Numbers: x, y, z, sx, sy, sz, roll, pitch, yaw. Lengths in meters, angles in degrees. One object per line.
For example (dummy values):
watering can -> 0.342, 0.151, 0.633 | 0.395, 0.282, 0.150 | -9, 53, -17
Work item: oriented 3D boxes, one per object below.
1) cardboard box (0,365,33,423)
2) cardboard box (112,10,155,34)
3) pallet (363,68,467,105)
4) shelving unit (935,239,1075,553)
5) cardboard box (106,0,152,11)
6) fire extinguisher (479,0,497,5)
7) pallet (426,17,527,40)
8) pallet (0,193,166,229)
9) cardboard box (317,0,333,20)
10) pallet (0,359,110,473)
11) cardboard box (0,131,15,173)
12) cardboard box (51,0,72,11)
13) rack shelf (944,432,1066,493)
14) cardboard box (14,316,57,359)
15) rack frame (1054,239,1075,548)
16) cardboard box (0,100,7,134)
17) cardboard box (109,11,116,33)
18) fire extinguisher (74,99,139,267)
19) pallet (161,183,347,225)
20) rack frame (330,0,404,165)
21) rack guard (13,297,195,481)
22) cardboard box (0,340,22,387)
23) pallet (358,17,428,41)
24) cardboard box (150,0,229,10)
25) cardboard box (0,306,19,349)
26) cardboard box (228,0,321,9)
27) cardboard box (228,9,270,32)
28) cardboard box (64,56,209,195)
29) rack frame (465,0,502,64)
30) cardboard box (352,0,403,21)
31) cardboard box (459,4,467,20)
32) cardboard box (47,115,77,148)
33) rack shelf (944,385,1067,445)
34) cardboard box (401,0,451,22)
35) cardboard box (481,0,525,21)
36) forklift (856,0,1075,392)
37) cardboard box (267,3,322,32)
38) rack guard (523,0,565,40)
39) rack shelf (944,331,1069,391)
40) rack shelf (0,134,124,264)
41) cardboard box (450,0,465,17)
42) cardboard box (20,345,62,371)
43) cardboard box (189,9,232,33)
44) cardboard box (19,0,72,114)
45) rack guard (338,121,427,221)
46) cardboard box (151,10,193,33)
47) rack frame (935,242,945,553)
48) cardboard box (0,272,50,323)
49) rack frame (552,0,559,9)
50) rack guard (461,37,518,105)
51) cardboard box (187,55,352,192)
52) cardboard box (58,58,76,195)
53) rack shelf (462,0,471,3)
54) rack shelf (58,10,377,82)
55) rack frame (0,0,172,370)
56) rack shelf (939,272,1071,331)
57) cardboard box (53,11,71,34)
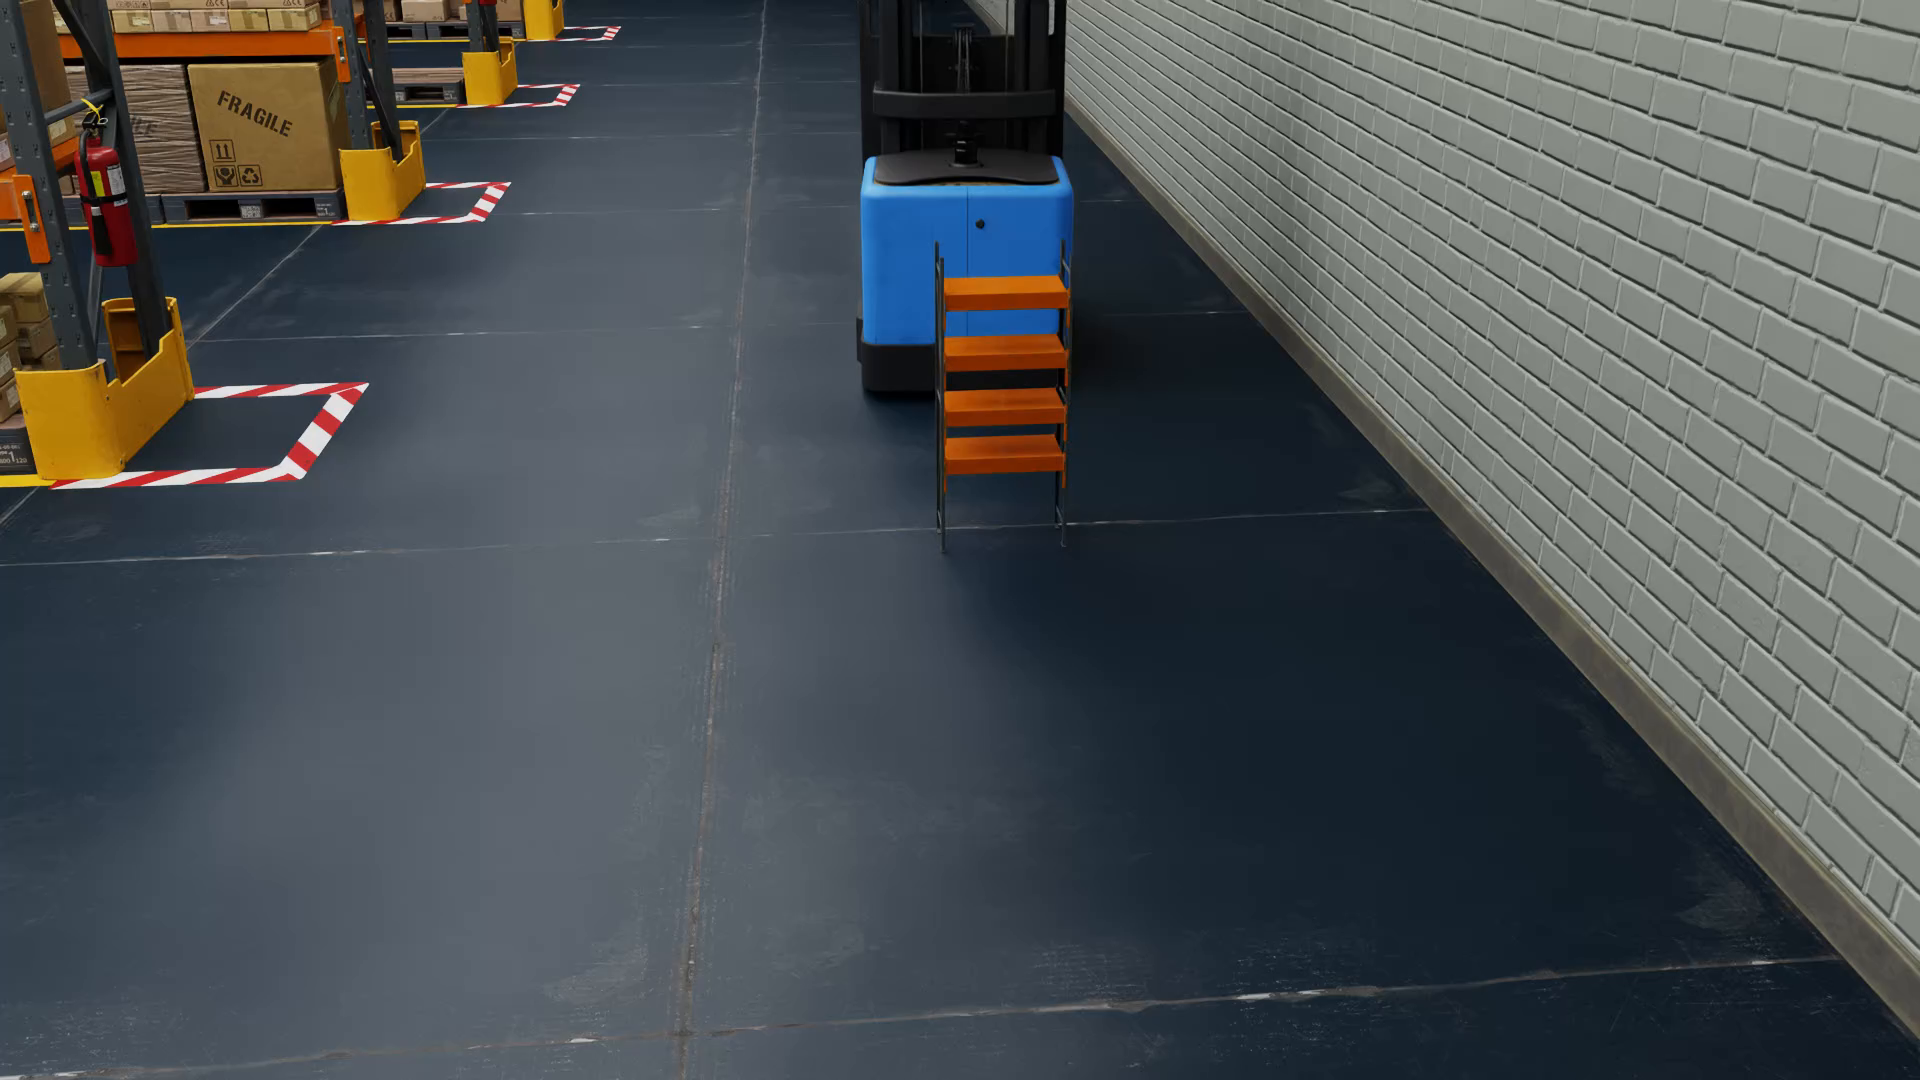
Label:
cardboard box -> -4.400, -0.661, 7.536 | 0.250, 0.149, 0.380 | -2, 24, -4
cardboard box -> -5.621, -3.582, 11.425 | 0.250, 0.149, 0.380 | -3, 24, -6
pallet -> -5.595, -4.596, 16.830 | 1.213, 0.211, 1.003 | -2, 24, -5
shelving unit -> 0.165, -0.555, 6.521 | 0.503, 1.200, 0.258 | -2, 24, -5
cardboard box -> -5.751, -3.786, 11.393 | 0.500, 0.250, 0.500 | -3, 24, -7
fire extinguisher -> -4.575, -5.504, 15.995 | 0.183, 0.674, 0.296 | -2, 24, -5
pallet -> -6.122, -6.580, 21.295 | 1.213, 0.211, 1.003 | -2, 24, -5
pallet -> -6.283, -2.500, 12.115 | 1.213, 0.211, 1.003 | -2, 24, -5
cardboard box -> -4.669, -3.890, 12.118 | 0.250, 0.149, 0.380 | -2, 24, -5
pallet -> -4.784, -0.581, 7.798 | 1.213, 0.211, 1.003 | -2, 24, -5
cardboard box -> -4.193, -1.635, 7.044 | 0.250, 0.149, 0.380 | -2, 24, -5
cardboard box -> -6.269, -3.763, 11.342 | 0.500, 0.250, 0.500 | -2, 24, -5
rack shelf -> 0.165, -0.312, 6.629 | 0.480, 0.148, 0.258 | -2, 24, -5
cardboard box -> -4.443, -0.985, 7.899 | 0.250, 0.149, 0.380 | -1, 24, -3
rack frame -> 0.408, -0.565, 6.543 | 0.015, 1.200, 0.240 | -2, 24, -5
cardboard box -> -4.318, -1.936, 6.924 | 0.500, 0.500, 0.500 | -2, 24, -4
cardboard box -> -5.880, -3.571, 11.401 | 0.250, 0.149, 0.380 | -2, 24, -5
fire extinguisher -> -3.600, -1.494, 6.974 | 0.183, 0.674, 0.296 | -2, 24, -5
pallet -> -5.071, -2.548, 12.222 | 1.213, 0.211, 1.003 | -2, 24, -5
rack frame -> -4.283, -3.886, 11.799 | 0.127, 3.000, 1.000 | -2, 24, -5
rack guard -> -3.972, -0.731, 7.780 | 0.348, 0.500, 1.175 | -2, 24, -5
cardboard box -> -4.393, -0.765, 7.406 | 0.250, 0.149, 0.380 | -3, 24, -7
pallet -> -7.333, -6.533, 21.188 | 1.213, 0.211, 1.003 | -2, 24, -5
cardboard box -> -5.244, -3.806, 11.439 | 0.500, 0.250, 0.500 | -3, 24, -6
cardboard box -> -4.398, -0.914, 7.374 | 0.250, 0.149, 0.380 | -2, 24, -5
cardboard box -> -4.739, -3.826, 11.484 | 0.500, 0.250, 0.500 | -3, 24, -6
cardboard box -> -4.864, -3.612, 11.493 | 0.250, 0.149, 0.380 | -2, 24, -5
cardboard box -> -5.818, -3.012, 11.933 | 0.875, 0.875, 0.875 | -2, 24, -5
rack frame -> -4.770, -5.888, 16.303 | 0.127, 3.000, 1.000 | -2, 24, -5
cardboard box -> -7.365, -6.867, 21.039 | 0.637, 0.503, 0.797 | -2, 24, -5
cardboard box -> -6.182, -6.695, 21.066 | 0.250, 0.166, 0.380 | -2, 24, -5
cardboard box -> -4.251, -1.881, 7.599 | 0.250, 0.149, 0.380 | -2, 24, -6
rack shelf -> 0.165, -0.493, 6.548 | 0.480, 0.148, 0.258 | -2, 24, -5
cardboard box -> -6.718, -6.687, 20.946 | 0.500, 0.250, 0.500 | -2, 24, -5
cardboard box -> -5.770, -6.827, 20.953 | 0.500, 0.500, 0.500 | -2, 24, -5
forklift -> 0.007, -2.621, 9.038 | 1.130, 2.935, 3.031 | 0, 24, -1
cardboard box -> -4.605, -3.623, 11.518 | 0.250, 0.149, 0.380 | -2, 24, -4
rack guard -> -5.329, -6.745, 21.309 | 0.348, 0.500, 1.175 | -2, 24, -5
rack shelf -> 0.165, -0.698, 6.458 | 0.480, 0.148, 0.258 | -2, 24, -5
rack shelf -> -5.887, -1.468, 7.246 | 4.000, 0.370, 1.077 | -2, 24, -5
cardboard box -> -6.320, -6.907, 21.441 | 0.500, 0.250, 0.500 | -2, 24, -5
cardboard box -> -4.449, -0.874, 8.017 | 0.250, 0.149, 0.380 | -2, 24, -4
cardboard box -> -5.115, -3.603, 11.472 | 0.250, 0.149, 0.380 | -2, 24, -5
cardboard box -> -4.370, -2.152, 7.409 | 0.500, 0.500, 0.500 | -1, 24, -3
rack guard -> -4.259, -2.744, 12.309 | 0.348, 0.500, 1.175 | -2, 24, -5
cardboard box -> -5.363, -3.593, 11.450 | 0.250, 0.149, 0.380 | -2, 24, -4
rack frame -> -0.078, -0.545, 6.499 | 0.015, 1.200, 0.240 | -2, 24, -5
cardboard box -> -4.451, -1.154, 7.914 | 0.250, 0.149, 0.380 | -3, 24, -8
rack frame -> -5.253, -7.890, 20.808 | 0.127, 3.000, 1.000 | -2, 24, -5
rack guard -> -4.747, -4.751, 16.824 | 0.348, 0.500, 1.175 | -2, 24, -5
cardboard box -> -4.912, -3.049, 12.015 | 0.875, 0.875, 0.875 | -2, 24, -5
cardboard box -> -6.704, -2.977, 11.853 | 0.875, 0.875, 0.875 | -2, 24, -5
rack shelf -> -6.760, -5.479, 16.269 | 4.000, 0.370, 1.077 | -2, 24, -5
rack shelf -> -6.274, -3.477, 11.765 | 4.000, 0.370, 1.077 | -2, 24, -5
rack frame -> -3.896, -1.877, 7.279 | 0.127, 3.000, 1.000 | -2, 24, -5
rack shelf -> 0.165, -0.914, 6.362 | 0.480, 0.148, 0.258 | -2, 24, -5
cardboard box -> -6.126, -3.563, 11.381 | 0.250, 0.149, 0.380 | -2, 24, -4
